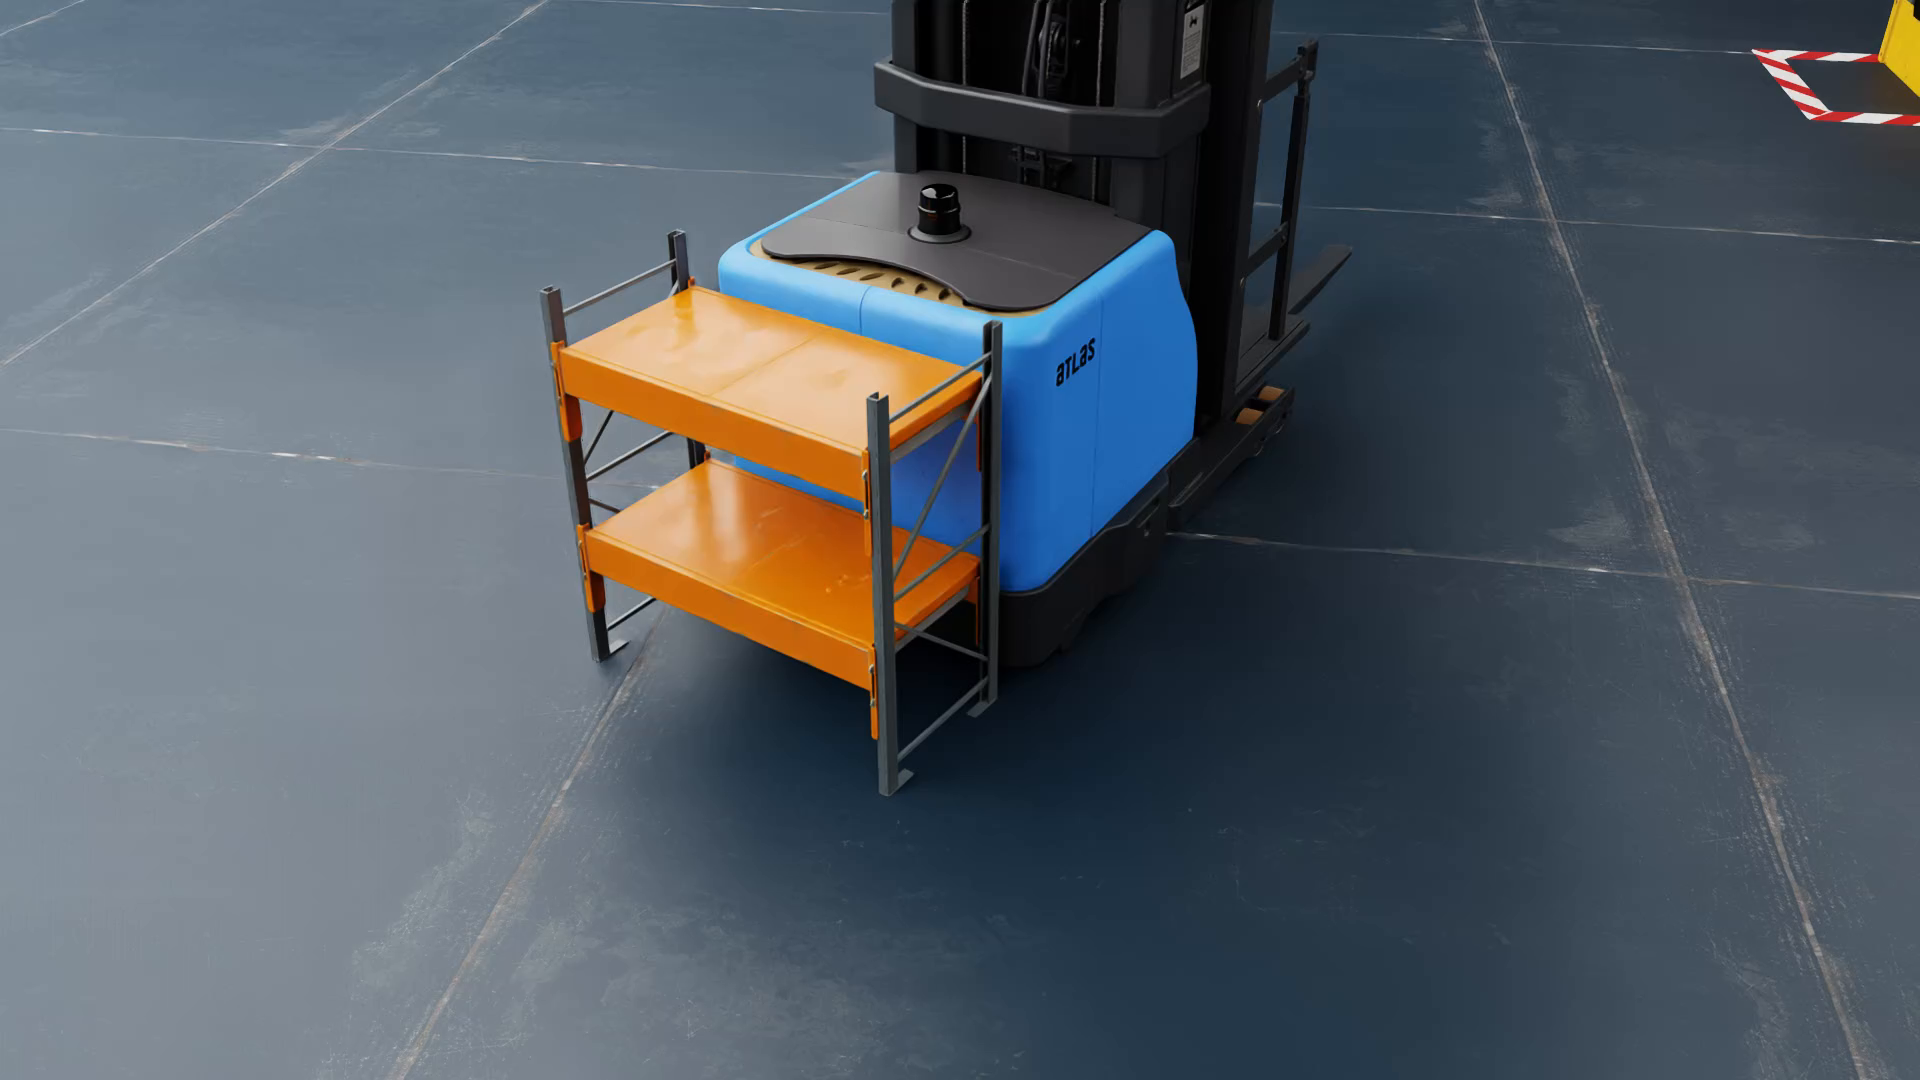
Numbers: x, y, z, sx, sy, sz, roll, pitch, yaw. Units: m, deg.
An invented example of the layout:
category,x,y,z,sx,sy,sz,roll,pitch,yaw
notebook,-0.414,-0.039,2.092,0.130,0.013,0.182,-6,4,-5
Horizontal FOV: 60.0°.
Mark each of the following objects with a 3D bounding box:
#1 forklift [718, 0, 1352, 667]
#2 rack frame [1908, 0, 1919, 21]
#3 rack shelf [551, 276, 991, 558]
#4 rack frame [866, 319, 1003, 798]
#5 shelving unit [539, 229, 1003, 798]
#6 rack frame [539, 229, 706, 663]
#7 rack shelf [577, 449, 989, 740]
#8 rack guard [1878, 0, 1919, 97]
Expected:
category,x,y,z,sx,sy,sz,roll,pitch,yaw
forklift,0.519,-1.642,5.111,1.130,2.935,3.031,18,36,26
rack frame,5.381,-3.782,8.466,0.127,3.000,1.000,5,32,8
rack shelf,-0.470,-0.339,4.179,1.000,0.278,0.538,20,37,29
rack frame,-0.051,0.062,4.090,0.032,1.125,0.500,20,37,29
shelving unit,-0.470,-0.091,4.335,1.048,1.125,0.538,20,37,29
rack frame,-0.888,-0.244,4.579,0.032,1.125,0.500,20,37,29
rack shelf,-0.470,0.117,4.464,1.000,0.278,0.538,20,37,29
rack guard,5.464,-2.741,9.157,0.348,0.500,1.175,5,32,8
